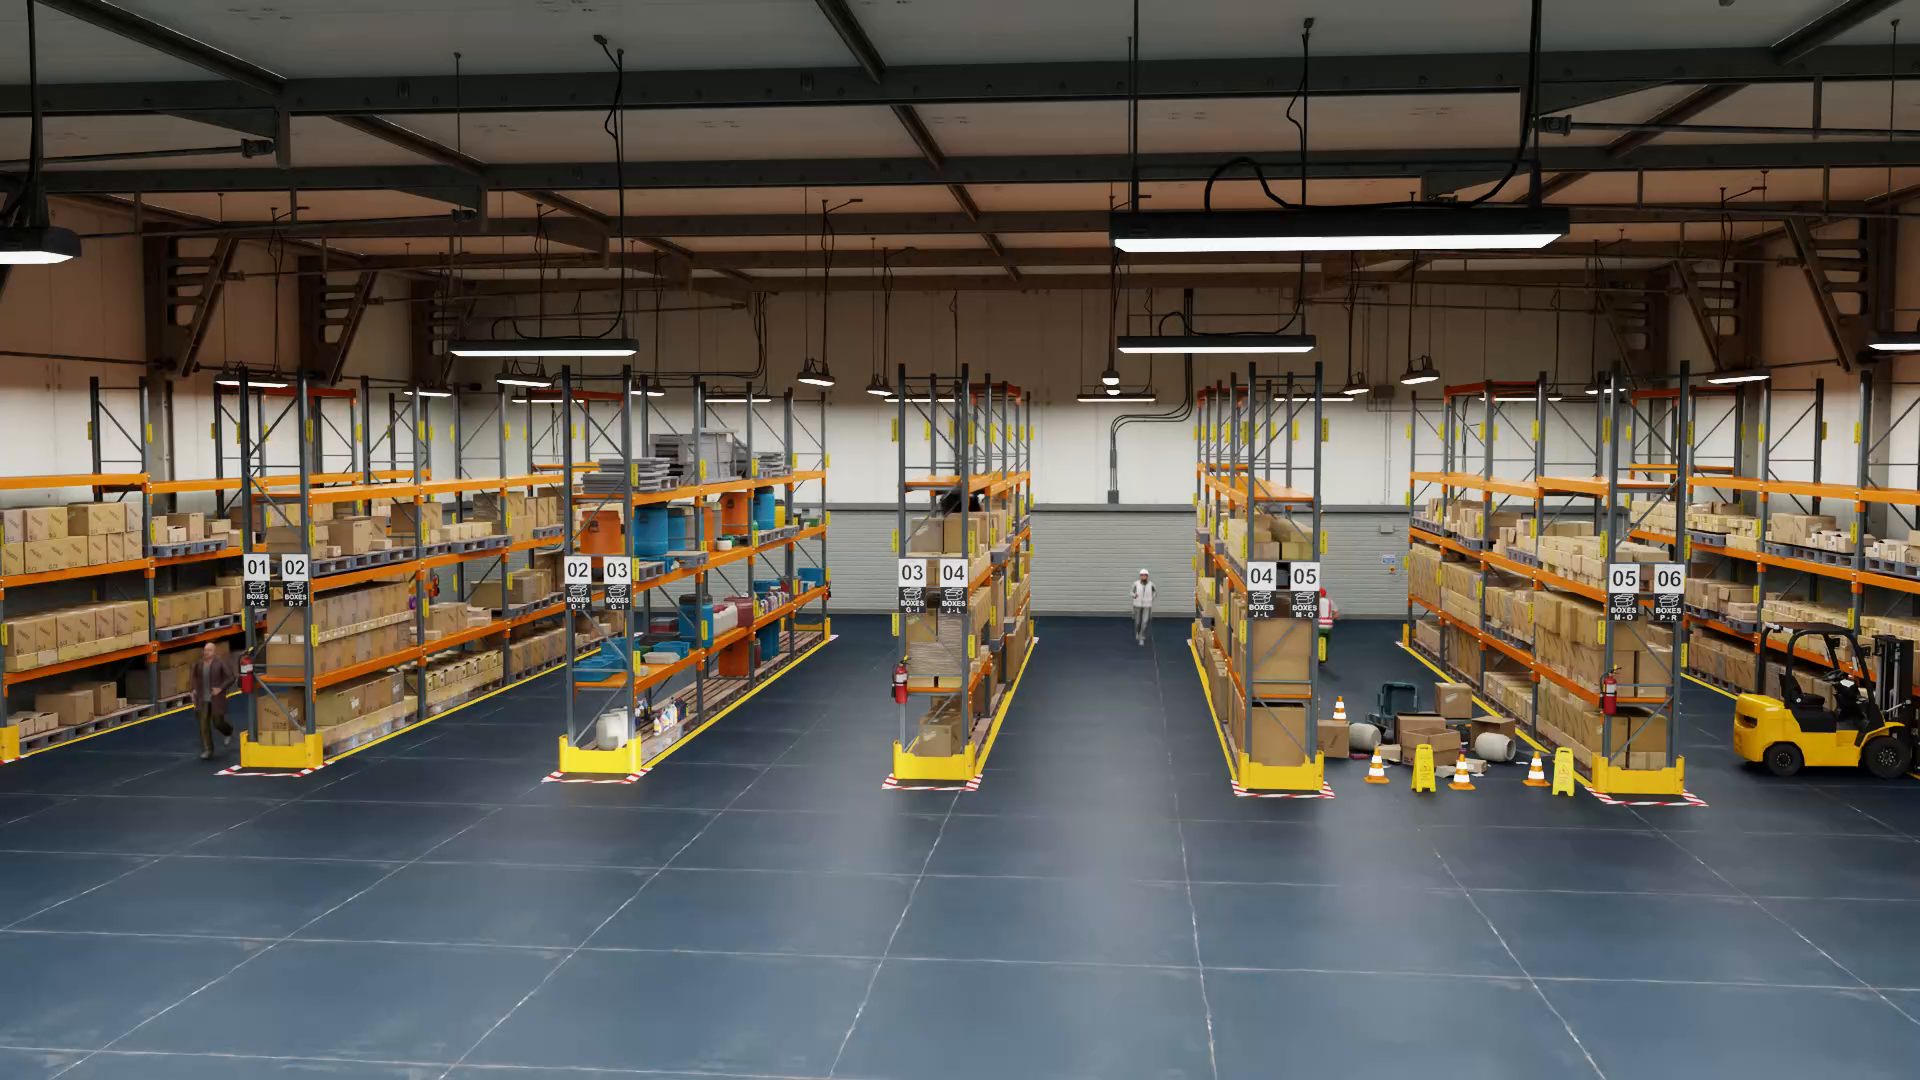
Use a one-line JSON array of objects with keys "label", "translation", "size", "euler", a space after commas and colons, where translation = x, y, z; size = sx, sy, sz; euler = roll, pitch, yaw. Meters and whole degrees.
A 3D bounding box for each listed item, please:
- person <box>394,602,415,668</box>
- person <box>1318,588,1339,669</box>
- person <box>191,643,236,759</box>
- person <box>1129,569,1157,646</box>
[{"label": "person", "translation": [-12.045, 1.854, 35.621], "size": [0.714, 1.733, 0.791], "euler": [0, 4, -3]}, {"label": "person", "translation": [7.695, 1.891, 35.181], "size": [0.645, 1.732, 0.826], "euler": [0, 4, 3]}, {"label": "person", "translation": [-11.587, 2.461, 25.793], "size": [0.744, 1.750, 0.945], "euler": [0, 4, 1]}, {"label": "person", "translation": [4.345, 1.584, 39.469], "size": [0.666, 1.790, 0.944], "euler": [0, 4, 7]}]
